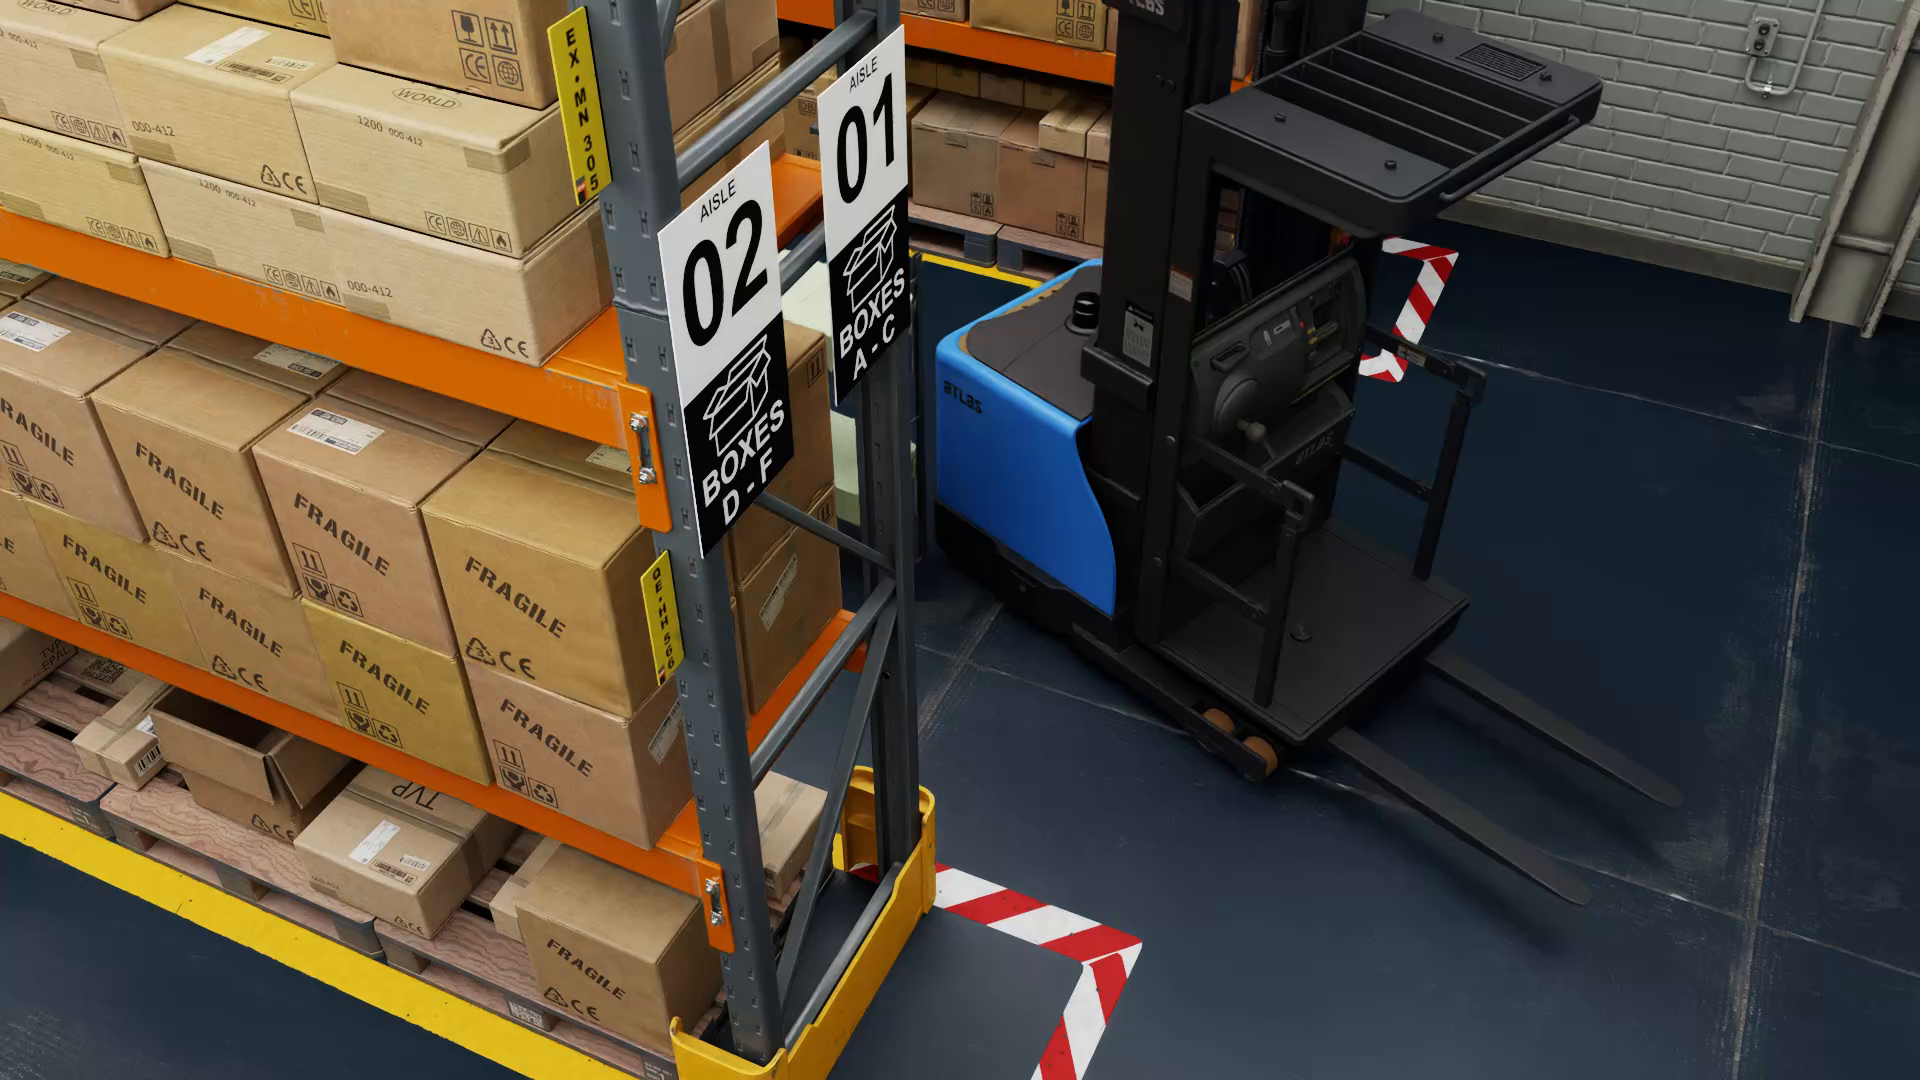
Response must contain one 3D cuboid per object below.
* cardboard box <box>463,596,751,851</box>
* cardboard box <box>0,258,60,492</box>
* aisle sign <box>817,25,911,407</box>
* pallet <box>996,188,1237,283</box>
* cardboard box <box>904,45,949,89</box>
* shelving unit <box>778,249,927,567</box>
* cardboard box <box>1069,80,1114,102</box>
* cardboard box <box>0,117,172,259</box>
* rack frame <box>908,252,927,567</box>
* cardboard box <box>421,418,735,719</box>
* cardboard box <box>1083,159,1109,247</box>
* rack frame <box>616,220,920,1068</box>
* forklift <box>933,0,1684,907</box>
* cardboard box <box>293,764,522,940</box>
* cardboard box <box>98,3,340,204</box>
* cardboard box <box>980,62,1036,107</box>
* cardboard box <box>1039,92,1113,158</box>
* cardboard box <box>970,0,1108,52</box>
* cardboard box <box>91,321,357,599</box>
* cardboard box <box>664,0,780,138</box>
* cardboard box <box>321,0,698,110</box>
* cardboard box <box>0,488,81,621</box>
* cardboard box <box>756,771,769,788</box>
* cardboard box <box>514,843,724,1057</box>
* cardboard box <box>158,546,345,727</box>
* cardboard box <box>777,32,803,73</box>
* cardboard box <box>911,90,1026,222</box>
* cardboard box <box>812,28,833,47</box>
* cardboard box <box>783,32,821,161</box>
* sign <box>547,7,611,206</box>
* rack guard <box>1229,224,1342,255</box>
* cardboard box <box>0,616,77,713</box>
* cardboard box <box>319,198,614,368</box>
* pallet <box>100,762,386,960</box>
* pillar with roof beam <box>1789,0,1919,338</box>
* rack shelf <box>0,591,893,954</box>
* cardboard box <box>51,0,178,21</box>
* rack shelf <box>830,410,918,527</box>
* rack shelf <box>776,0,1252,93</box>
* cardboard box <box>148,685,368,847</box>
[{"bbox_3d":[-0.917,0.407,4.414,0.500,0.500,0.500,18,44,20],"label":"cardboard box"},{"bbox_3d":[-2.779,-0.534,4.736,0.500,0.500,0.500,16,43,17],"label":"cardboard box"},{"bbox_3d":[-0.210,-0.731,3.818,0.004,0.787,0.394,17,44,19],"label":"aisle sign"},{"bbox_3d":[0.938,-1.655,8.999,1.213,0.211,1.003,17,44,19],"label":"pallet"},{"bbox_3d":[-0.162,-2.632,9.090,0.250,0.149,0.380,16,43,18],"label":"cardboard box"},{"bbox_3d":[-0.566,-0.525,6.711,0.755,1.500,0.431,23,46,24],"label":"shelving unit"},{"bbox_3d":[0.757,-2.352,8.766,0.250,0.149,0.380,17,44,19],"label":"cardboard box"},{"bbox_3d":[-1.880,-0.931,3.859,0.500,0.250,0.500,17,44,19],"label":"cardboard box"},{"bbox_3d":[-0.259,-0.395,6.561,0.023,1.500,0.400,23,46,24],"label":"rack frame"},{"bbox_3d":[-0.915,0.031,4.084,0.500,0.500,0.500,17,44,18],"label":"cardboard box"},{"bbox_3d":[1.019,-1.883,8.720,0.500,0.500,0.700,17,44,19],"label":"cardboard box"},{"bbox_3d":[-0.396,0.407,4.490,0.127,3.000,1.000,17,44,19],"label":"rack frame"},{"bbox_3d":[1.267,-0.593,5.696,1.130,2.935,3.031,-32,50,-31],"label":"forklift"},{"bbox_3d":[-1.841,0.995,5.576,0.500,0.250,0.500,17,44,19],"label":"cardboard box"},{"bbox_3d":[-1.422,-0.988,3.542,0.500,0.250,0.500,17,44,19],"label":"cardboard box"},{"bbox_3d":[0.300,-2.491,8.927,0.250,0.149,0.380,18,44,19],"label":"cardboard box"},{"bbox_3d":[0.593,-2.126,8.505,0.250,0.149,0.380,18,44,20],"label":"cardboard box"},{"bbox_3d":[0.565,-2.978,8.166,0.700,0.700,0.980,17,44,18],"label":"cardboard box"},{"bbox_3d":[-1.845,-0.249,4.407,0.500,0.500,0.500,18,44,20],"label":"cardboard box"},{"bbox_3d":[-0.751,-1.155,3.736,0.500,0.250,0.500,17,44,19],"label":"cardboard box"},{"bbox_3d":[-0.868,-1.275,3.300,0.500,0.500,0.700,17,44,19],"label":"cardboard box"},{"bbox_3d":[-2.756,-0.156,5.063,0.500,0.500,0.500,17,44,18],"label":"cardboard box"},{"bbox_3d":[-0.856,0.922,5.723,0.250,0.166,0.380,17,44,19],"label":"cardboard box"},{"bbox_3d":[-0.993,1.181,5.170,0.500,0.500,0.500,17,44,19],"label":"cardboard box"},{"bbox_3d":[-1.838,0.124,4.741,0.500,0.500,0.500,17,44,19],"label":"cardboard box"},{"bbox_3d":[-1.062,-2.630,9.087,0.250,0.149,0.380,18,44,20],"label":"cardboard box"},{"bbox_3d":[0.109,-2.160,9.040,0.500,0.500,0.700,16,43,17],"label":"cardboard box"},{"bbox_3d":[-0.625,-2.774,9.253,0.250,0.149,0.380,16,43,17],"label":"cardboard box"},{"bbox_3d":[-0.841,-2.447,9.371,0.500,0.500,0.700,17,44,18],"label":"cardboard box"},{"bbox_3d":[-0.648,-0.737,2.844,0.005,0.325,0.100,17,44,19],"label":"sign"},{"bbox_3d":[1.717,-1.583,8.695,0.348,0.500,1.175,17,44,19],"label":"rack guard"},{"bbox_3d":[-3.732,0.394,6.222,0.500,0.311,0.500,17,44,19],"label":"cardboard box"},{"bbox_3d":[-0.973,-0.656,3.540,0.500,0.250,0.500,17,44,19],"label":"cardboard box"},{"bbox_3d":[-2.289,0.881,6.073,1.213,0.211,1.003,17,44,19],"label":"pallet"},{"bbox_3d":[2.688,-2.012,2.700,0.400,9.000,9.100,17,44,19],"label":"pillar with roof beam"},{"bbox_3d":[-2.208,0.125,5.365,4.000,0.370,1.077,17,44,19],"label":"rack shelf"},{"bbox_3d":[-1.784,-1.538,3.605,0.500,0.500,0.700,17,44,19],"label":"cardboard box"},{"bbox_3d":[-0.566,-0.279,6.924,0.720,0.370,0.431,23,46,24],"label":"rack shelf"},{"bbox_3d":[-0.117,-2.816,8.758,4.000,0.370,1.077,17,44,19],"label":"rack shelf"},{"bbox_3d":[-2.316,0.594,5.845,0.637,0.503,0.797,17,44,19],"label":"cardboard box"}]
